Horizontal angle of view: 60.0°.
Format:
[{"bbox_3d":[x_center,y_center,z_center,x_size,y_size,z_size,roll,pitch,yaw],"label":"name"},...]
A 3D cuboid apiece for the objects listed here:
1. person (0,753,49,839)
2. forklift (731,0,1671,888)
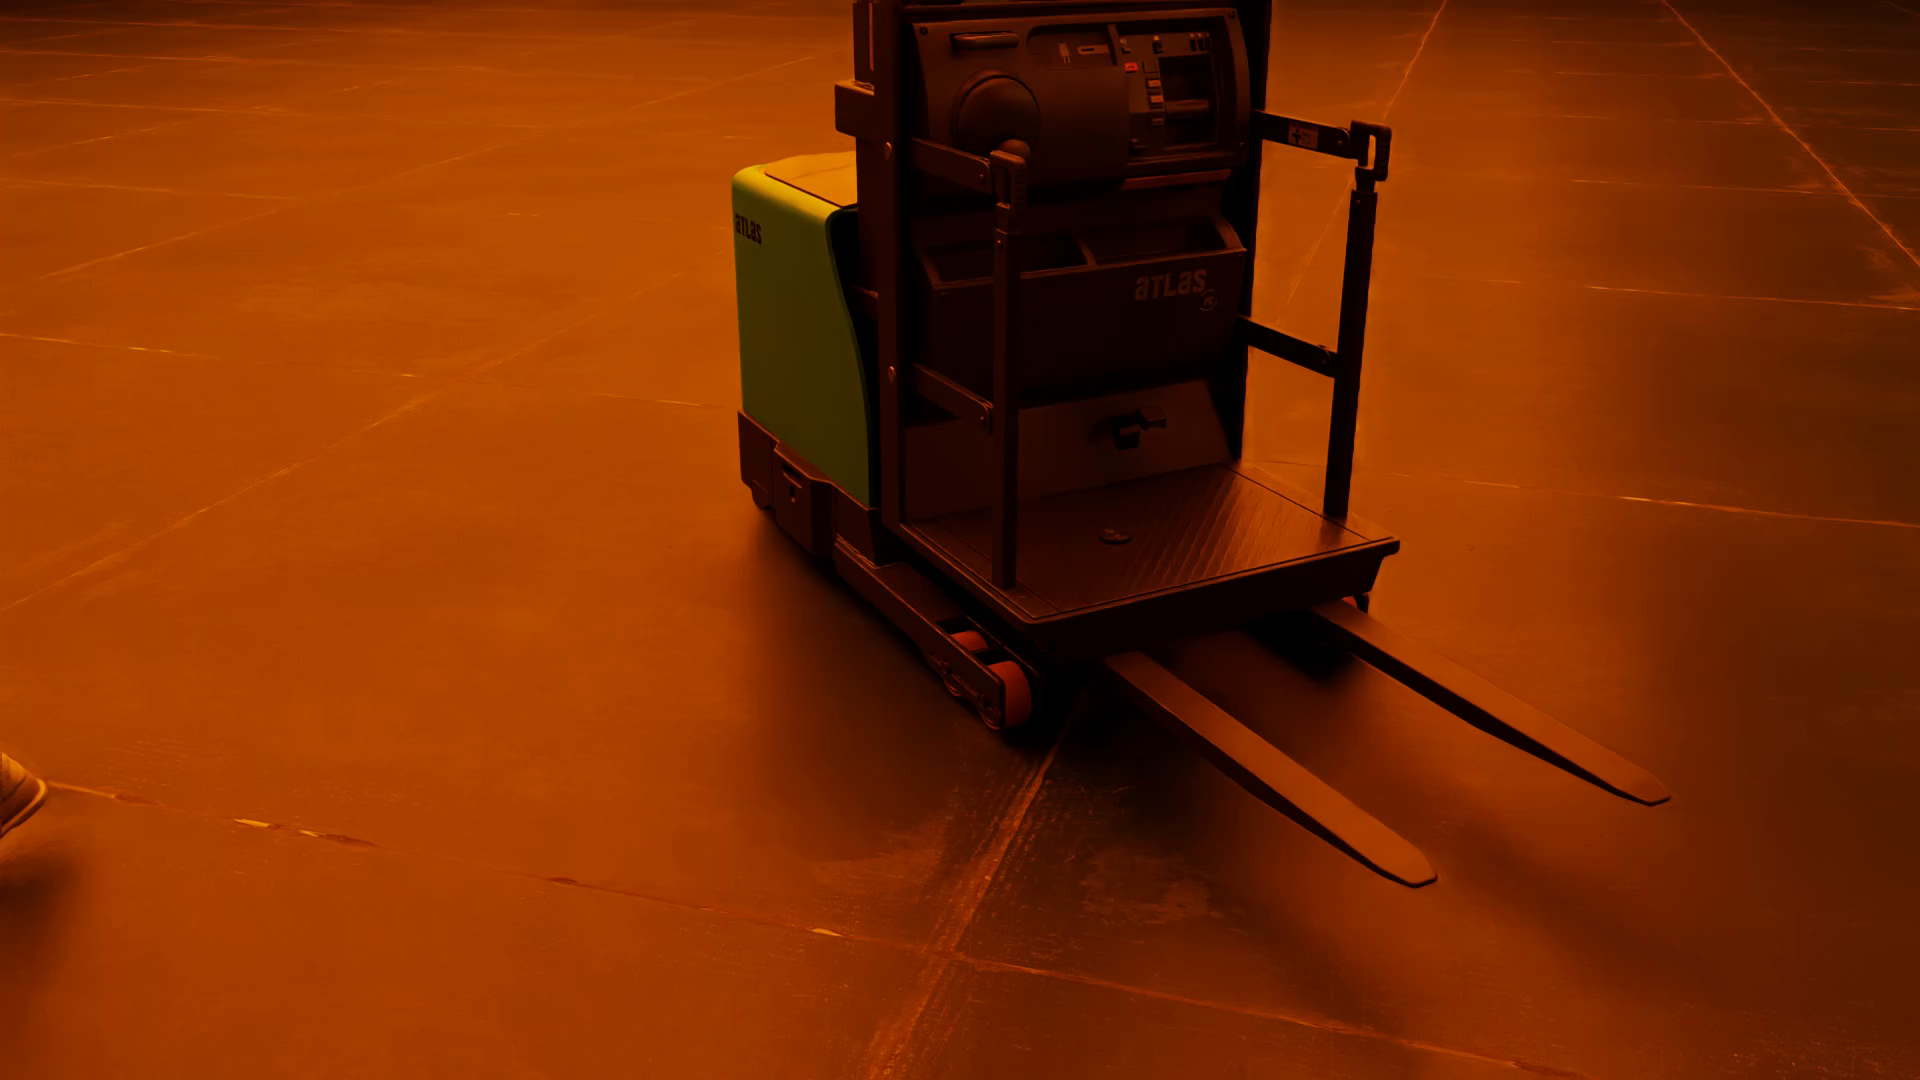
[{"bbox_3d":[-2.281,-0.058,3.126,0.675,1.646,0.829,-20,29,-39],"label":"person"},{"bbox_3d":[0.417,-1.091,3.923,1.130,2.935,3.031,-11,25,-25],"label":"forklift"}]
